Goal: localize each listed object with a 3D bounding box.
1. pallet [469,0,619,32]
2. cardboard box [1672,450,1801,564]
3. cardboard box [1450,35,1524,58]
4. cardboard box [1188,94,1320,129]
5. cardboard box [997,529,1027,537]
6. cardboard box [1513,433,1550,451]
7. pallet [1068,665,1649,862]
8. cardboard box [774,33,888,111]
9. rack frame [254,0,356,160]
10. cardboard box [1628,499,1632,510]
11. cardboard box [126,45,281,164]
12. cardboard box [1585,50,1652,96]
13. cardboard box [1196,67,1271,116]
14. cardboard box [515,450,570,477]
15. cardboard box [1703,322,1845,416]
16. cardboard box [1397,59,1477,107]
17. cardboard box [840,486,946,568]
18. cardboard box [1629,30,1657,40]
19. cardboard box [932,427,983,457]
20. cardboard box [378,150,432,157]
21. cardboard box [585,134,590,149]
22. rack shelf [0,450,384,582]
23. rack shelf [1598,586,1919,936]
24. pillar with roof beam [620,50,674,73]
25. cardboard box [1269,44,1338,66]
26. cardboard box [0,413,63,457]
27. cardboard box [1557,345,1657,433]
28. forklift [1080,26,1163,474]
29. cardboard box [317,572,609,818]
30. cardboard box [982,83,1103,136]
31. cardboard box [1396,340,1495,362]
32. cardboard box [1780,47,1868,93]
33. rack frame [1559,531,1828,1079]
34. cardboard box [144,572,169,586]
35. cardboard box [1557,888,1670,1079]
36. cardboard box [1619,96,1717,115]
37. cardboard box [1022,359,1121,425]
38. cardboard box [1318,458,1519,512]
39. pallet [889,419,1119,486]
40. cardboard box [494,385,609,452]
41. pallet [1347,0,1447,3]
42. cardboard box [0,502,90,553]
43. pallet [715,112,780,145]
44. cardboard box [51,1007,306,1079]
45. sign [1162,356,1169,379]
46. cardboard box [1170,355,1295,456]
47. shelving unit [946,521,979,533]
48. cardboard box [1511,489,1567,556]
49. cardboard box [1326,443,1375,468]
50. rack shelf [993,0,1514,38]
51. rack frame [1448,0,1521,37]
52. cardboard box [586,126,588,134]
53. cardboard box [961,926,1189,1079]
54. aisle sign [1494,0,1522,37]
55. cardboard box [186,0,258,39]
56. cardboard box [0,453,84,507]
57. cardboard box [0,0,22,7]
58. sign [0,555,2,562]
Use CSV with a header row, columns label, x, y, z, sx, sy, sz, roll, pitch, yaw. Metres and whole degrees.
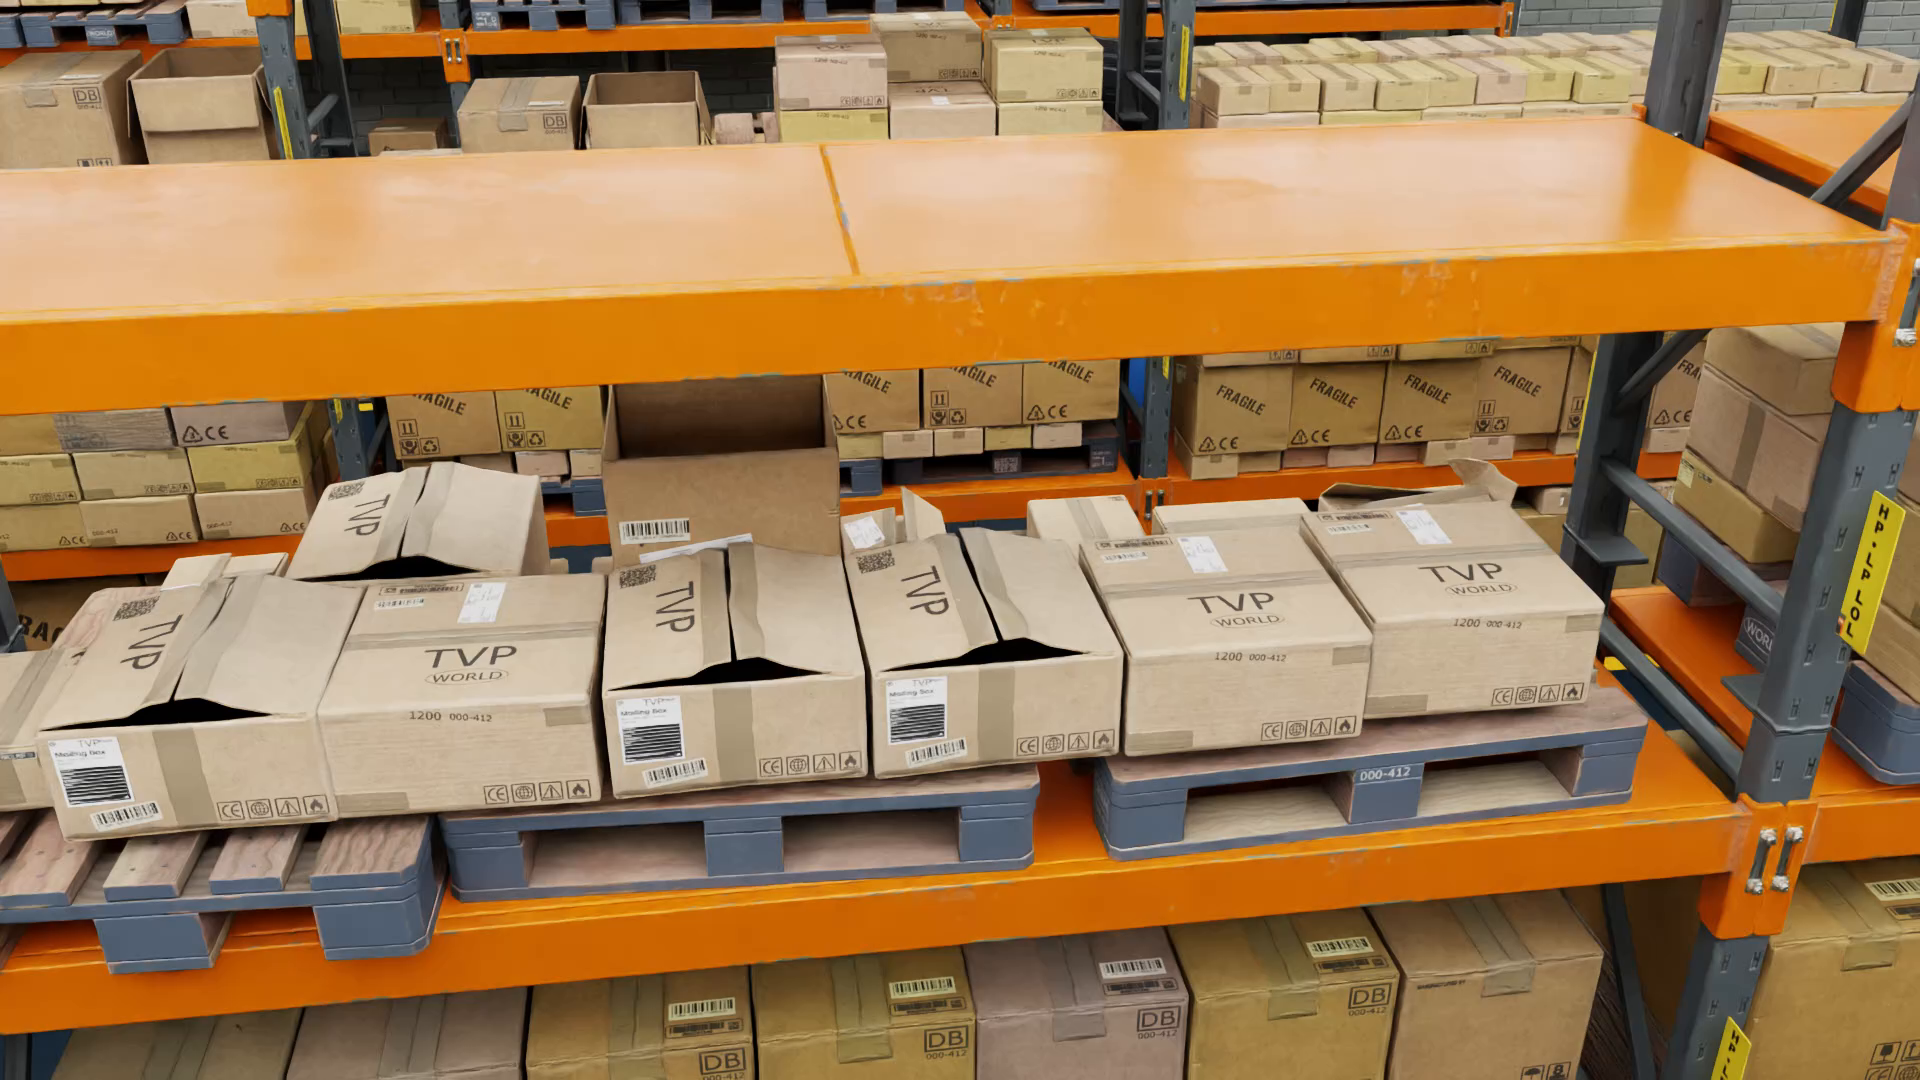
label,x,y,z,sx,sy,sz,roll,pitch,yaw
pallet,-3.046,-4.029,12.440,1.003,0.211,1.213,-2,27,-5
cardboard box,2.056,-0.096,4.274,0.250,0.149,0.380,-4,27,-7
cardboard box,2.756,-2.544,8.740,0.250,0.149,0.380,-3,27,-6
cardboard box,1.424,-2.010,8.136,0.500,0.250,0.500,-4,27,-8
cardboard box,0.431,0.311,9.478,0.625,0.372,0.950,-3,27,-6
cardboard box,3.054,-0.639,9.188,0.250,0.149,0.380,-4,27,-7
pallet,0.839,0.357,3.895,1.217,0.209,0.805,-5,28,-9
cardboard box,-0.613,-2.213,7.851,0.500,0.250,0.500,-3,27,-6
rack frame,-3.011,-3.120,7.176,0.127,3.000,1.000,-4,27,-7
cardboard box,3.551,-0.308,9.288,0.250,0.149,0.380,-3,27,-6
cardboard box,-3.363,-1.926,7.562,0.637,0.503,0.797,-5,28,-10
cardboard box,3.342,-2.349,8.361,0.250,0.149,0.380,-4,27,-9
cardboard box,1.308,-2.155,7.984,0.250,0.149,0.380,-4,27,-8
cardboard box,-2.101,-0.462,8.382,0.250,0.149,0.380,-5,28,-10
cardboard box,2.058,-0.450,4.091,0.250,0.149,0.380,-4,27,-8
cardboard box,2.326,-2.241,8.151,0.250,0.149,0.380,-5,28,-9
cardboard box,-0.143,0.043,3.875,0.258,0.266,0.396,-4,27,-7
cardboard box,3.768,-2.613,8.876,0.250,0.149,0.380,-4,27,-7
cardboard box,-0.035,-0.582,8.615,0.250,0.149,0.380,-4,27,-8
cardboard box,-2.728,-1.789,8.142,0.250,0.149,0.380,-4,27,-7
cardboard box,-2.834,-2.960,12.616,0.250,0.149,0.380,-3,27,-6
rack shelf,-4.991,-0.004,8.462,4.000,0.370,1.077,-4,27,-7
rack shelf,3.720,0.384,4.420,4.000,0.370,1.077,-4,27,-7
pillar with roof beam,-1.941,-3.908,8.712,0.400,9.000,9.100,-4,27,-7
cardboard box,1.751,-2.429,8.517,0.250,0.149,0.380,-3,27,-6
cardboard box,-4.486,-0.724,7.874,0.500,0.500,0.500,-4,27,-7
cardboard box,3.420,-0.918,9.020,0.500,0.500,0.500,-4,27,-7
forklift,1.316,-2.243,12.113,1.130,2.935,3.031,16,31,29
cardboard box,-0.978,0.303,3.386,0.500,0.250,0.500,-3,27,-6
cardboard box,0.392,-2.057,8.095,0.500,0.250,0.500,-4,27,-8
cardboard box,2.426,-1.299,8.669,0.500,0.500,0.700,-4,27,-8
cardboard box,4.357,-2.383,8.428,0.250,0.149,0.380,-3,27,-6
rack frame,1.740,1.526,4.693,0.127,3.000,1.000,-4,27,-7
cardboard box,-3.706,0.314,8.922,0.875,0.875,0.875,-4,27,-8
cardboard box,2.104,1.430,4.715,0.550,0.550,0.875,-4,27,-7
cardboard box,3.431,-2.139,8.388,0.500,0.250,0.500,-3,27,-6
cardboard box,0.525,-0.936,8.595,0.500,0.500,0.500,-4,27,-8
cardboard box,1.107,-0.055,4.065,0.396,0.266,0.258,-4,27,-8
pallet,0.173,-0.637,9.119,1.213,0.211,1.003,-4,27,-7
cardboard box,-2.018,-0.775,8.282,0.500,0.500,0.500,-2,27,-4
pallet,3.512,-4.466,13.181,1.213,0.211,1.003,-4,27,-7
cardboard box,-4.480,-0.170,8.163,0.500,0.250,0.500,-4,27,-8
pallet,-0.703,-1.898,8.286,1.003,0.211,1.213,-4,27,-7
cardboard box,-1.775,1.267,3.993,0.500,0.500,0.700,-4,27,-7
sign,1.031,-0.970,8.289,0.005,0.325,0.100,-4,27,-7
cardboard box,1.425,-0.784,8.760,0.500,0.500,0.500,-4,27,-7
shelving unit,0.014,-0.535,10.680,0.189,1.200,0.258,-4,27,-7
cardboard box,3.137,-0.024,9.445,0.500,0.500,0.500,-4,27,-8
cardboard box,2.058,-0.539,8.992,0.250,0.149,0.380,-3,27,-6
rack shelf,2.235,-4.091,13.142,4.000,0.370,1.077,-4,27,-7
rack frame,4.216,-3.204,13.910,0.127,3.000,1.000,-4,27,-7
cardboard box,-2.904,-3.196,13.075,0.250,0.149,0.380,-4,27,-7
cardboard box,0.240,1.136,4.247,0.500,0.500,0.700,-3,27,-7
aisle sign,4.322,-4.232,13.066,0.004,0.787,0.394,-4,27,-7
cardboard box,-5.174,-3.756,11.865,0.500,0.250,0.500,-4,27,-7
cardboard box,-4.466,-0.385,8.034,0.500,0.250,0.500,-4,27,-8
cardboard box,-6.555,-3.772,11.438,0.250,0.149,0.380,-3,27,-6
sign,-2.290,-0.071,3.866,0.005,0.325,0.100,-4,27,-7
